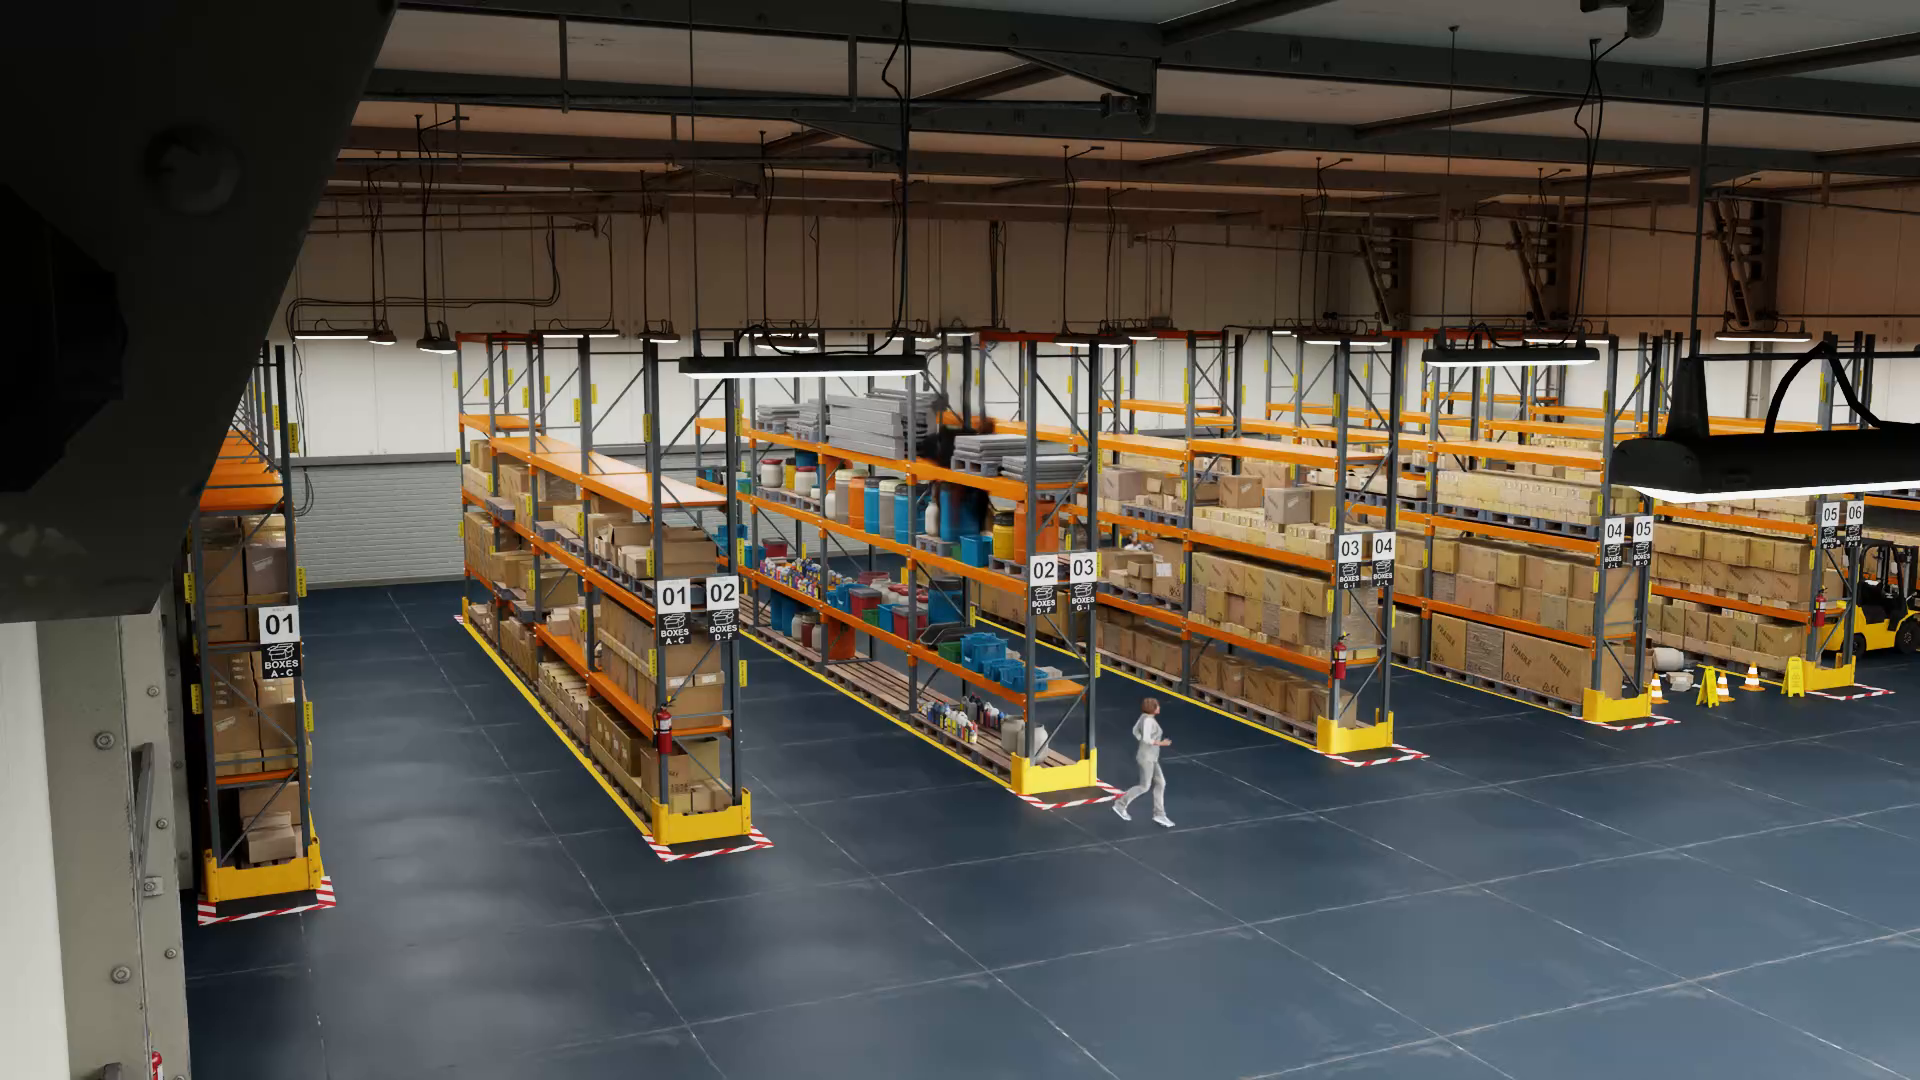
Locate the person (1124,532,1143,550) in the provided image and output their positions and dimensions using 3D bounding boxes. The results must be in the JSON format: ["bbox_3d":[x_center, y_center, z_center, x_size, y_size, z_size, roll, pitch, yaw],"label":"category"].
[{"bbox_3d":[3.788,0.629,36.359,0.623,1.662,0.586,-3,8,-23],"label":"person"}]

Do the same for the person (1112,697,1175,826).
[{"bbox_3d":[2.324,2.758,20.793,0.745,1.604,0.549,1,8,8],"label":"person"}]

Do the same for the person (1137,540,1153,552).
[{"bbox_3d":[4.767,-0.271,42.489,0.817,1.755,0.676,-5,9,-31],"label":"person"}]
